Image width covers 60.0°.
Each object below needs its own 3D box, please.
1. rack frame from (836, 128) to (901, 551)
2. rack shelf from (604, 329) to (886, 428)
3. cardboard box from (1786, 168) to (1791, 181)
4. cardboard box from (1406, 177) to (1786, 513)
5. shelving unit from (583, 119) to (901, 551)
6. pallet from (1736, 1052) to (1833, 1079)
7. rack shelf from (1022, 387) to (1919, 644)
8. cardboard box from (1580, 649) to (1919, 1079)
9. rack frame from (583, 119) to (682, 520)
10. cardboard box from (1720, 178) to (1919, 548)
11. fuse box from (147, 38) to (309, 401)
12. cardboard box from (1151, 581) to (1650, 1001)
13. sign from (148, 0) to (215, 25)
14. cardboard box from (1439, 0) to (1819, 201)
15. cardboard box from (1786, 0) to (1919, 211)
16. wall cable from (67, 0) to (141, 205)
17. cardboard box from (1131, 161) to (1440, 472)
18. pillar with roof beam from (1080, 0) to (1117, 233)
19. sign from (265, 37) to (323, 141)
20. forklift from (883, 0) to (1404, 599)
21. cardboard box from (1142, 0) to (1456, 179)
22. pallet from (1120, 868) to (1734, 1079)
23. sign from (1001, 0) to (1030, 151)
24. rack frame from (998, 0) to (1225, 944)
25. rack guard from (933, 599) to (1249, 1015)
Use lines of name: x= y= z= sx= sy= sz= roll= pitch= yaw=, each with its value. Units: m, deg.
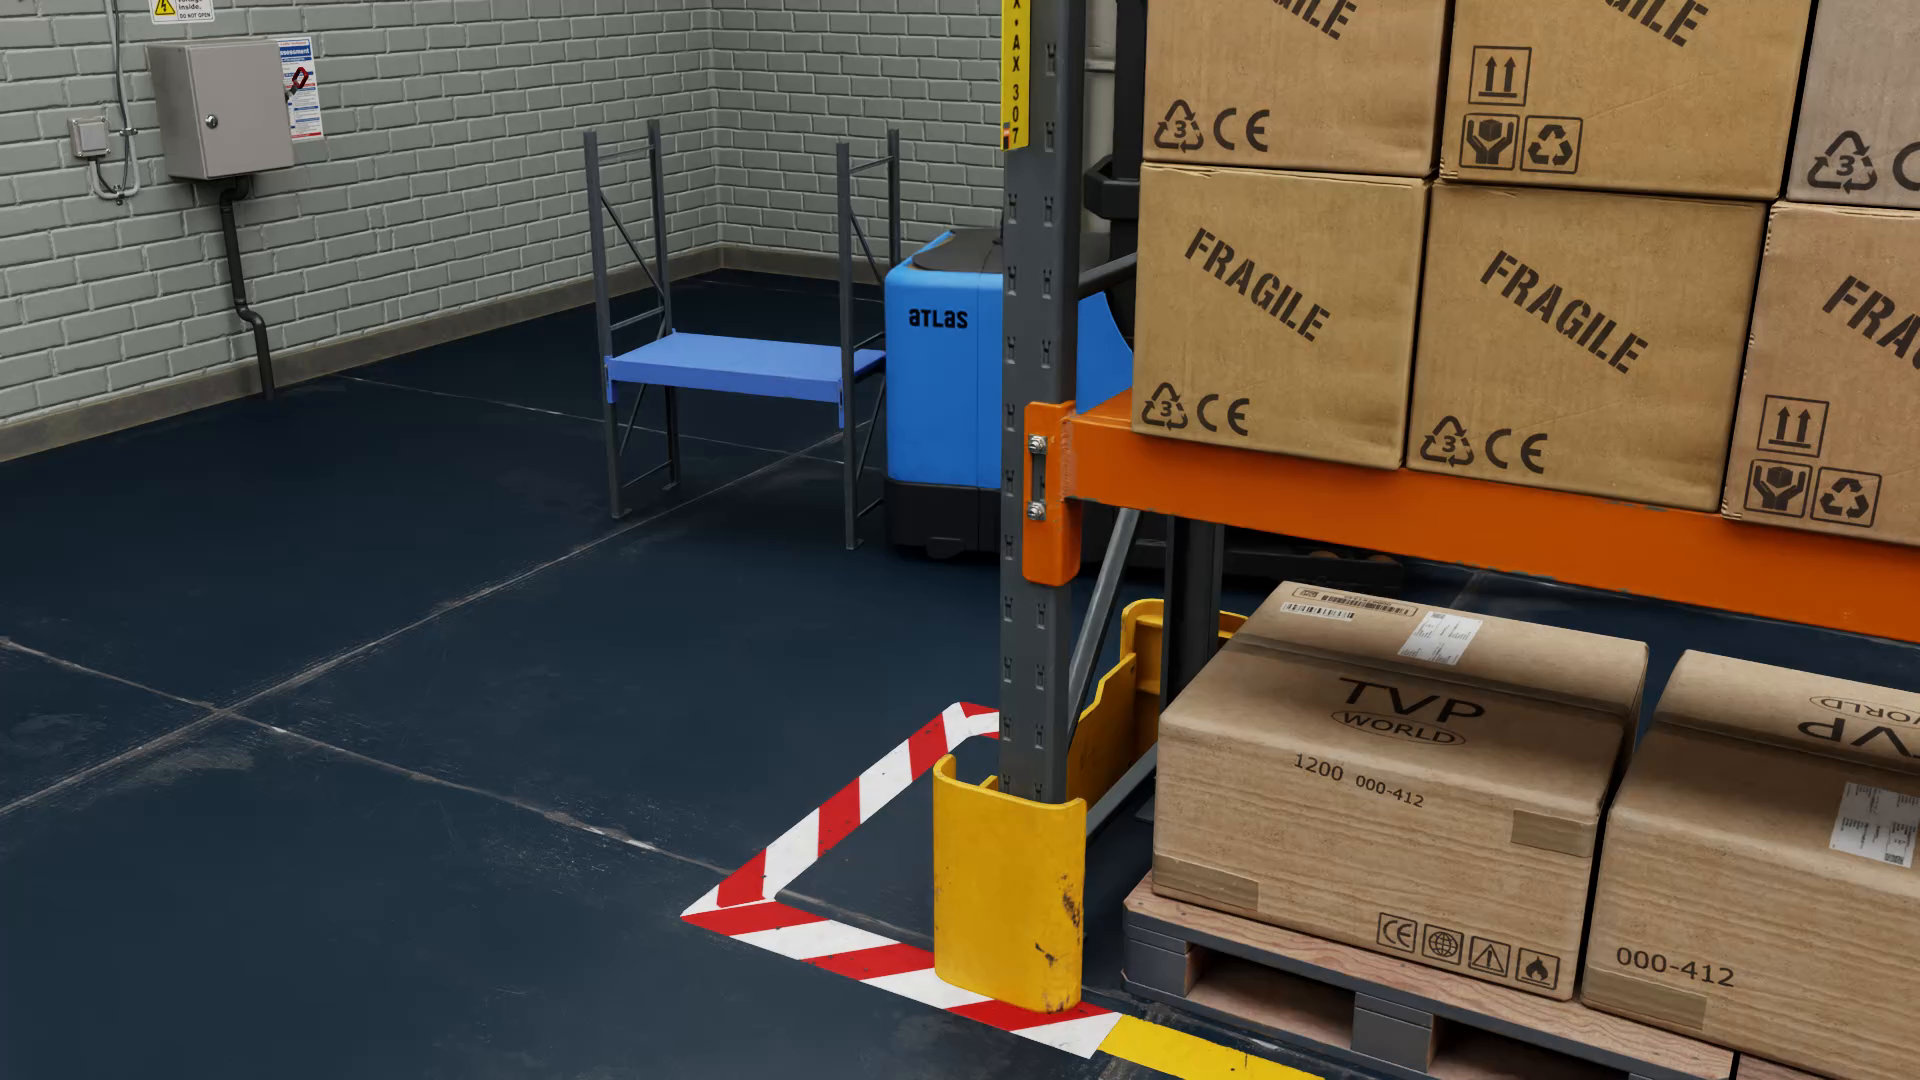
rack frame: x=-0.328 y=-0.746 z=6.221 sx=0.032 sy=1.500 sz=0.500 roll=7 pitch=21 yaw=19
rack shelf: x=-0.803 y=-0.638 z=6.451 sx=1.000 sy=0.185 sz=0.538 roll=7 pitch=21 yaw=19
cardboard box: x=1.356 y=-0.542 z=3.313 sx=0.500 sy=0.500 sz=0.500 roll=10 pitch=22 yaw=26
cardboard box: x=1.109 y=-0.390 z=2.894 sx=0.500 sy=0.500 sz=0.500 roll=10 pitch=22 yaw=27
shelving unit: x=-0.803 y=-0.807 z=6.389 sx=1.048 sy=1.500 sz=0.538 roll=7 pitch=21 yaw=19
pallet: x=2.172 y=1.040 z=3.189 sx=1.213 sy=0.211 sz=1.003 roll=11 pitch=23 yaw=27
rack shelf: x=2.121 y=0.087 z=2.782 sx=4.000 sy=0.370 sz=1.077 roll=11 pitch=23 yaw=27
cardboard box: x=1.803 y=0.653 z=3.308 sx=0.875 sy=0.438 sz=0.875 roll=11 pitch=23 yaw=29
rack frame: x=-1.279 y=-0.868 z=6.557 sx=0.032 sy=1.500 sz=0.500 roll=7 pitch=21 yaw=19
cardboard box: x=1.545 y=-0.300 z=2.646 sx=0.500 sy=0.500 sz=0.500 roll=11 pitch=22 yaw=27
fuse box: x=-3.407 y=-1.510 z=8.019 sx=0.414 sy=1.711 sz=0.539 roll=11 pitch=23 yaw=27
cardboard box: x=1.000 y=0.503 z=3.721 sx=0.875 sy=0.438 sz=0.875 roll=10 pitch=22 yaw=25
sign: x=-3.615 y=-2.522 z=7.708 sx=0.001 sy=0.242 sz=0.339 roll=11 pitch=23 yaw=27
cardboard box: x=1.110 y=-0.853 z=2.704 sx=0.500 sy=0.500 sz=0.500 roll=10 pitch=22 yaw=26
cardboard box: x=1.563 y=-0.769 z=2.474 sx=0.500 sy=0.500 sz=0.500 roll=11 pitch=22 yaw=27
wall cable: x=-3.877 y=-2.416 z=7.138 sx=0.122 sy=1.984 sz=0.588 roll=11 pitch=23 yaw=27
cardboard box: x=0.654 y=-0.466 z=3.103 sx=0.500 sy=0.500 sz=0.500 roll=11 pitch=22 yaw=27
pillar with roof beam: x=-1.221 y=-4.318 z=5.071 sx=0.400 sy=9.000 sz=9.100 roll=11 pitch=23 yaw=27
sign: x=-3.347 y=-2.253 z=8.316 sx=0.001 sy=0.494 sz=0.329 roll=11 pitch=23 yaw=27
forklift: x=1.292 y=-1.355 z=5.803 sx=3.031 sy=2.935 sz=1.130 roll=5 pitch=20 yaw=12
cardboard box: x=0.655 y=-0.936 z=2.935 sx=0.500 sy=0.500 sz=0.500 roll=10 pitch=22 yaw=26
pallet: x=1.111 y=0.837 z=3.749 sx=1.213 sy=0.211 sz=1.003 roll=11 pitch=23 yaw=27
sign: x=0.099 y=-0.864 z=2.962 sx=0.005 sy=0.325 sz=0.100 roll=11 pitch=23 yaw=27
rack frame: x=0.375 y=-0.584 z=3.576 sx=0.127 sy=3.000 sz=1.000 roll=11 pitch=23 yaw=27
rack guard: x=0.354 y=0.587 z=4.013 sx=0.348 sy=0.500 sz=1.175 roll=11 pitch=23 yaw=27
